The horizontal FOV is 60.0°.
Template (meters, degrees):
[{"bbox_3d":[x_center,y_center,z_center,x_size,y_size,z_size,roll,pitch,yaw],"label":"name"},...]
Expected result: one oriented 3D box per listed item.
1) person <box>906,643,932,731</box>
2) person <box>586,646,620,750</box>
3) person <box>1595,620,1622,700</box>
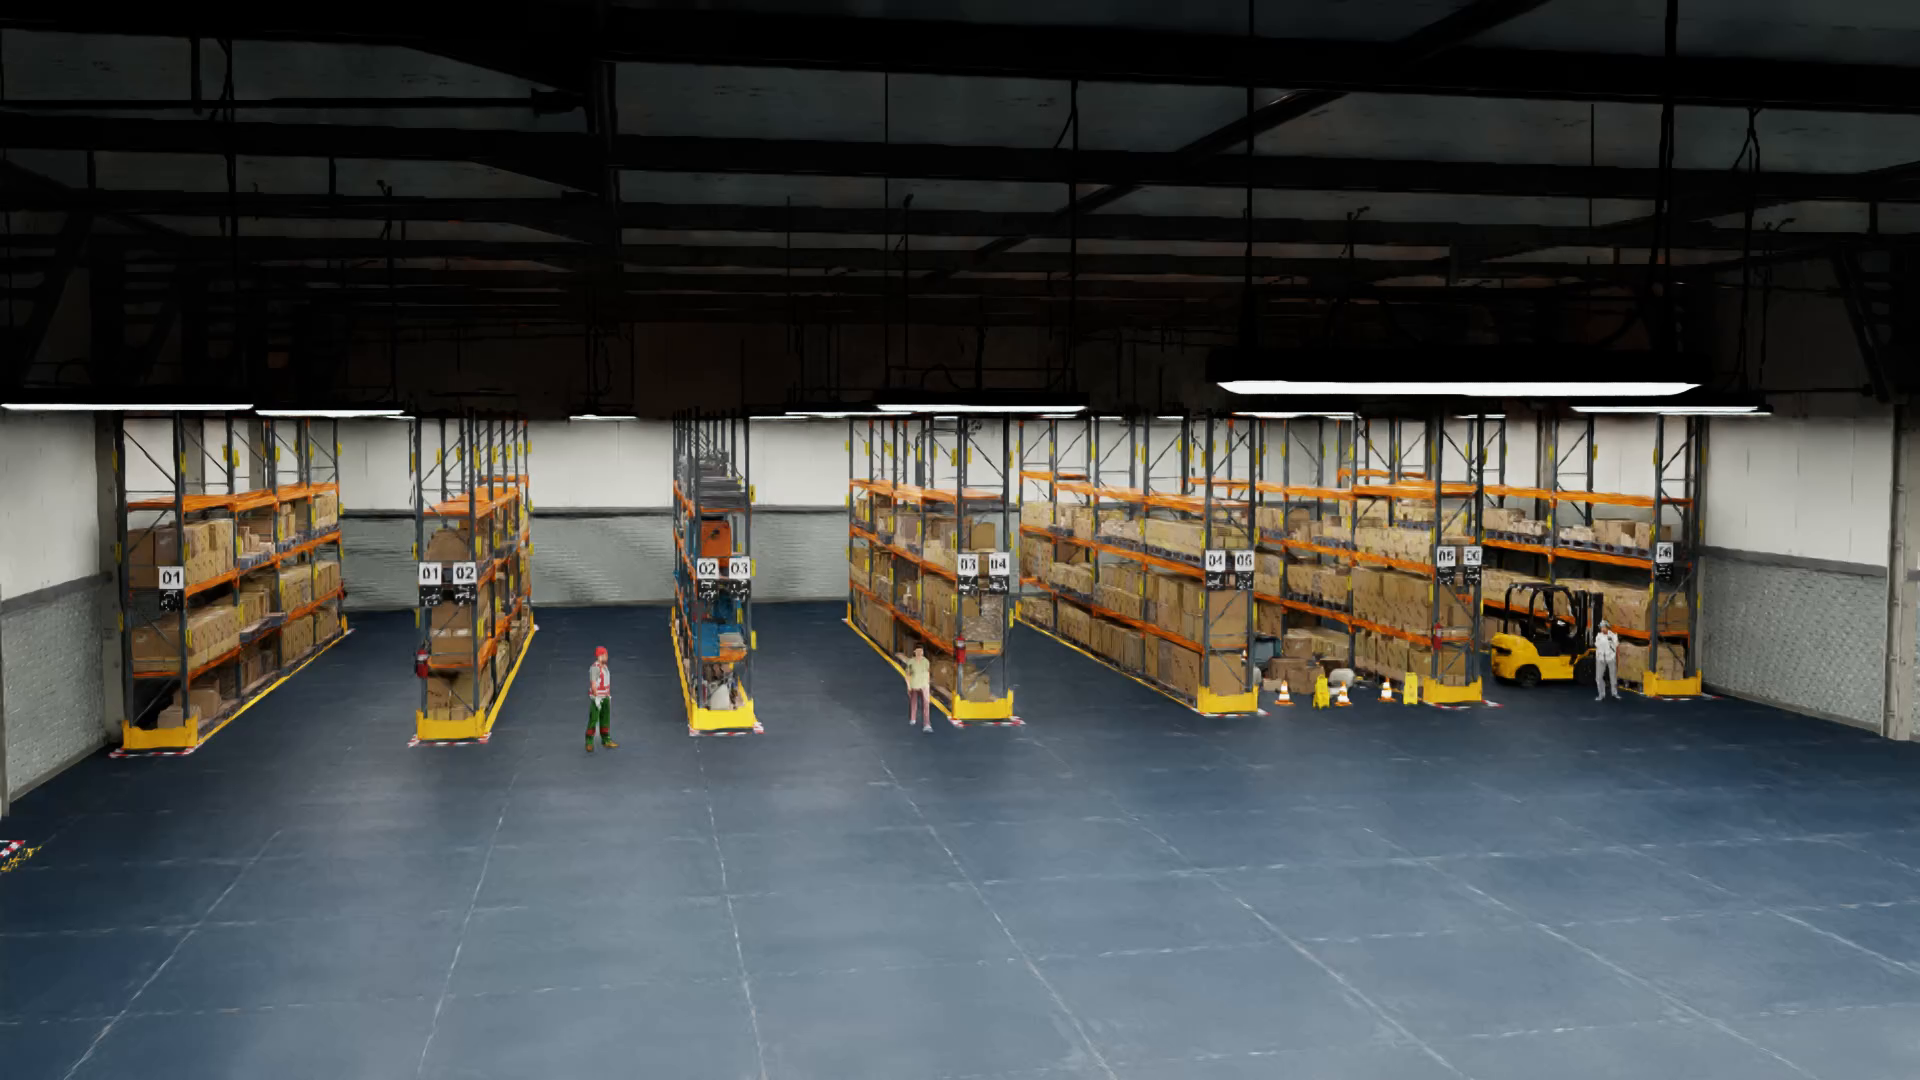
[{"bbox_3d":[-0.783,2.712,30.936,0.448,1.590,1.110,-1,4,-9],"label":"person"},{"bbox_3d":[-6.292,2.753,29.081,0.466,1.794,0.640,1,4,15],"label":"person"},{"bbox_3d":[13.377,2.465,34.323,0.531,1.650,0.576,3,5,36],"label":"person"}]
